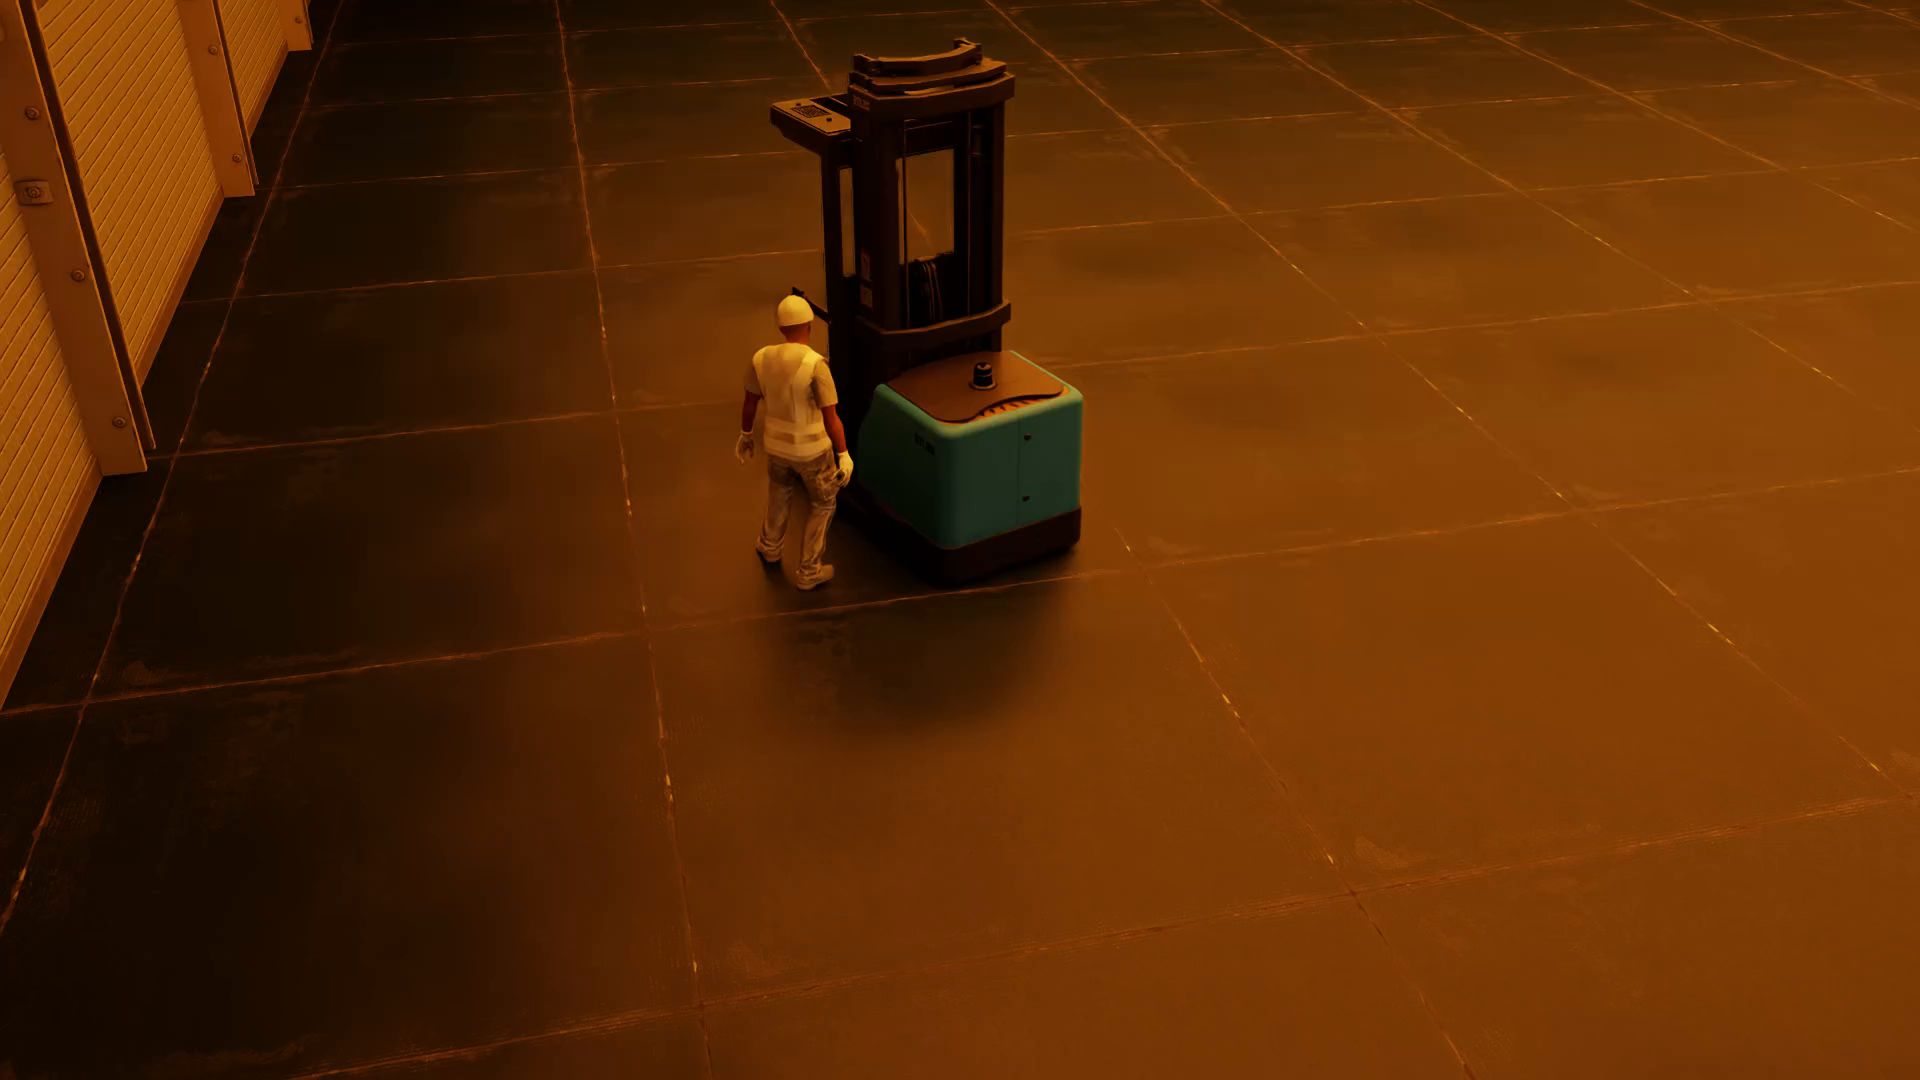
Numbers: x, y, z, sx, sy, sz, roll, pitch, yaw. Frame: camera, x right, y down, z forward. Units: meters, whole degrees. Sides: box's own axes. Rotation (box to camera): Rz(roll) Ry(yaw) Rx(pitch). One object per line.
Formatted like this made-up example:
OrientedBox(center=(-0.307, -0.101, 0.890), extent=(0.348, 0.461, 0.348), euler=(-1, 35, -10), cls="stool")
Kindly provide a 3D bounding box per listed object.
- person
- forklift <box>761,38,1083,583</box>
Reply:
OrientedBox(center=(-0.940, -0.575, 9.774), extent=(0.894, 1.744, 0.458), euler=(19, 35, 29), cls="person")
OrientedBox(center=(-0.466, -1.707, 10.523), extent=(1.130, 2.935, 3.031), euler=(-18, 35, -28), cls="forklift")
